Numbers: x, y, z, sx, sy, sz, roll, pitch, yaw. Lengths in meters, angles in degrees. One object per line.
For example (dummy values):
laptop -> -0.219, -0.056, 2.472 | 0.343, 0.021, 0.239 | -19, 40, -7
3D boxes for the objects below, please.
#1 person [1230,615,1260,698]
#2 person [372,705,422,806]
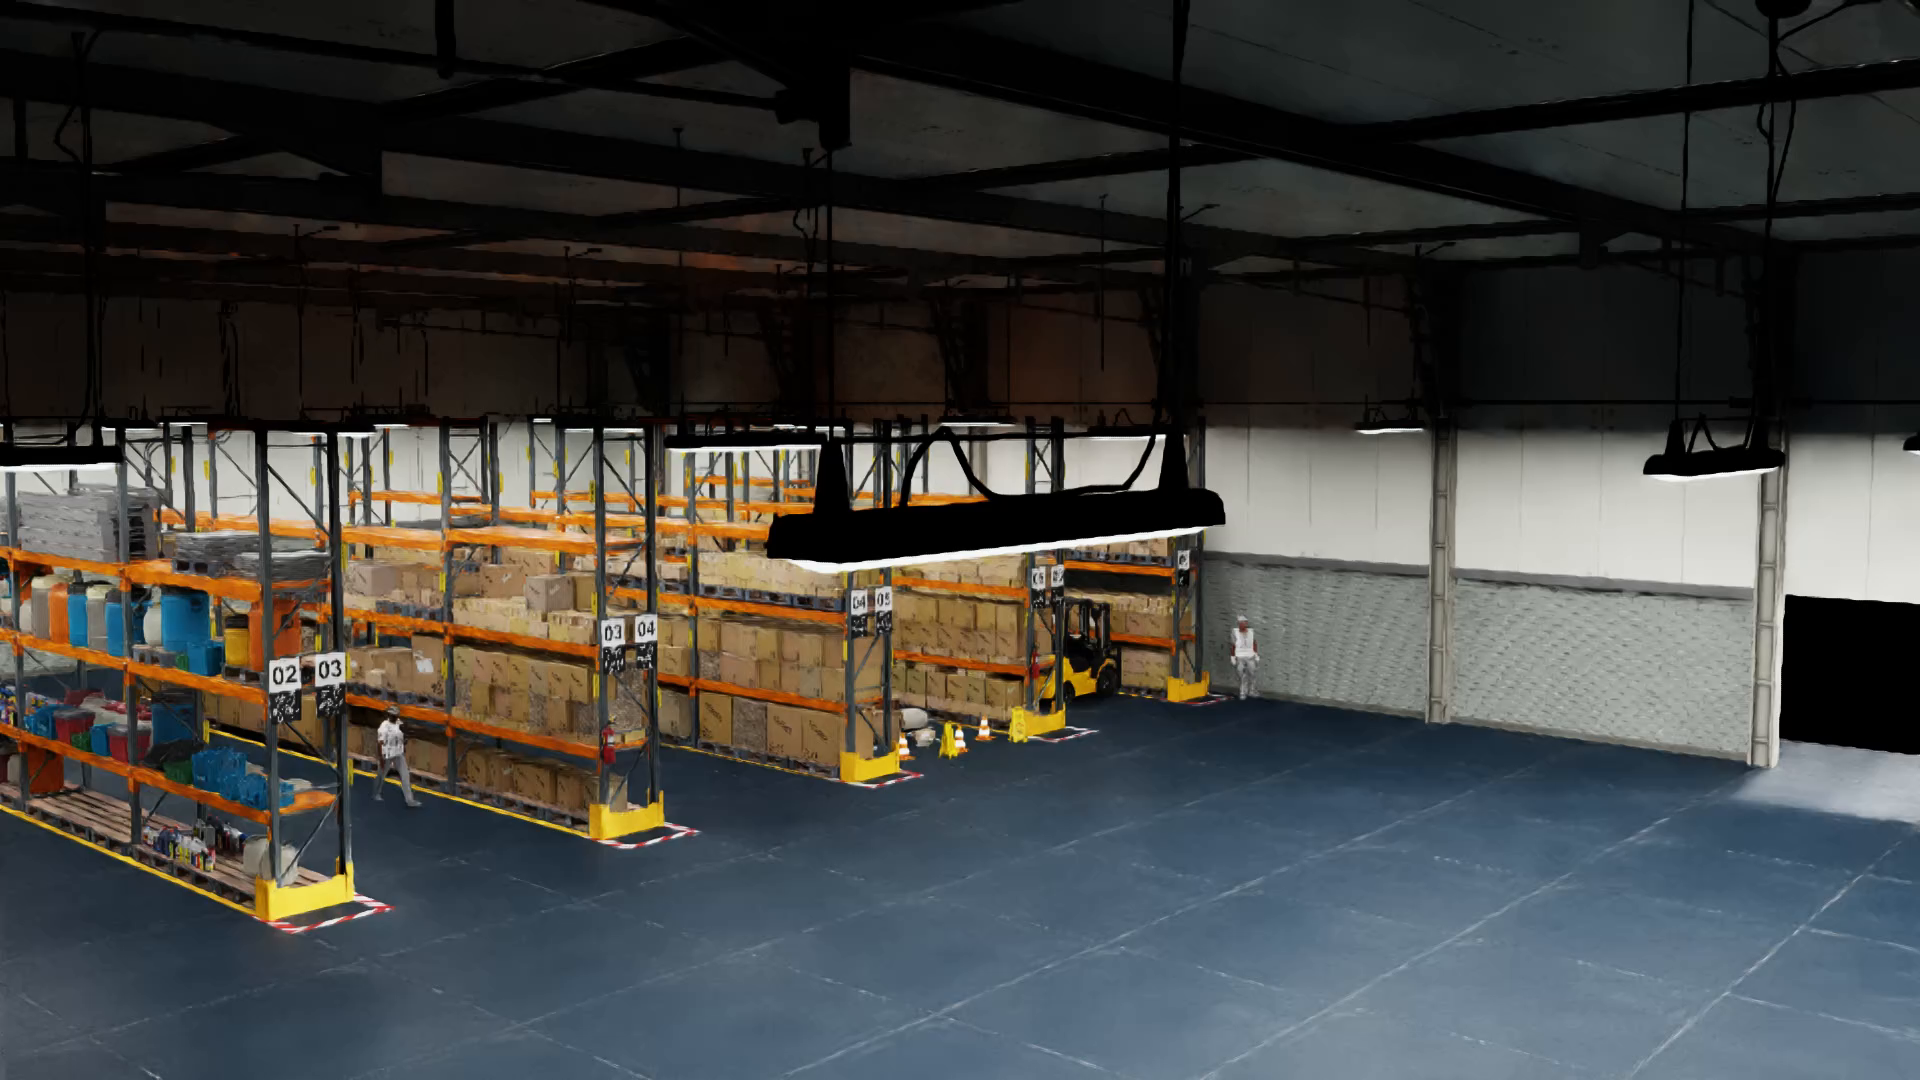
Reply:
person -> 6.106, 2.486, 35.577 | 0.658, 1.780, 0.436 | 0, 5, -2
person -> -8.885, 3.359, 26.027 | 1.074, 1.574, 0.457 | 5, 7, 44
